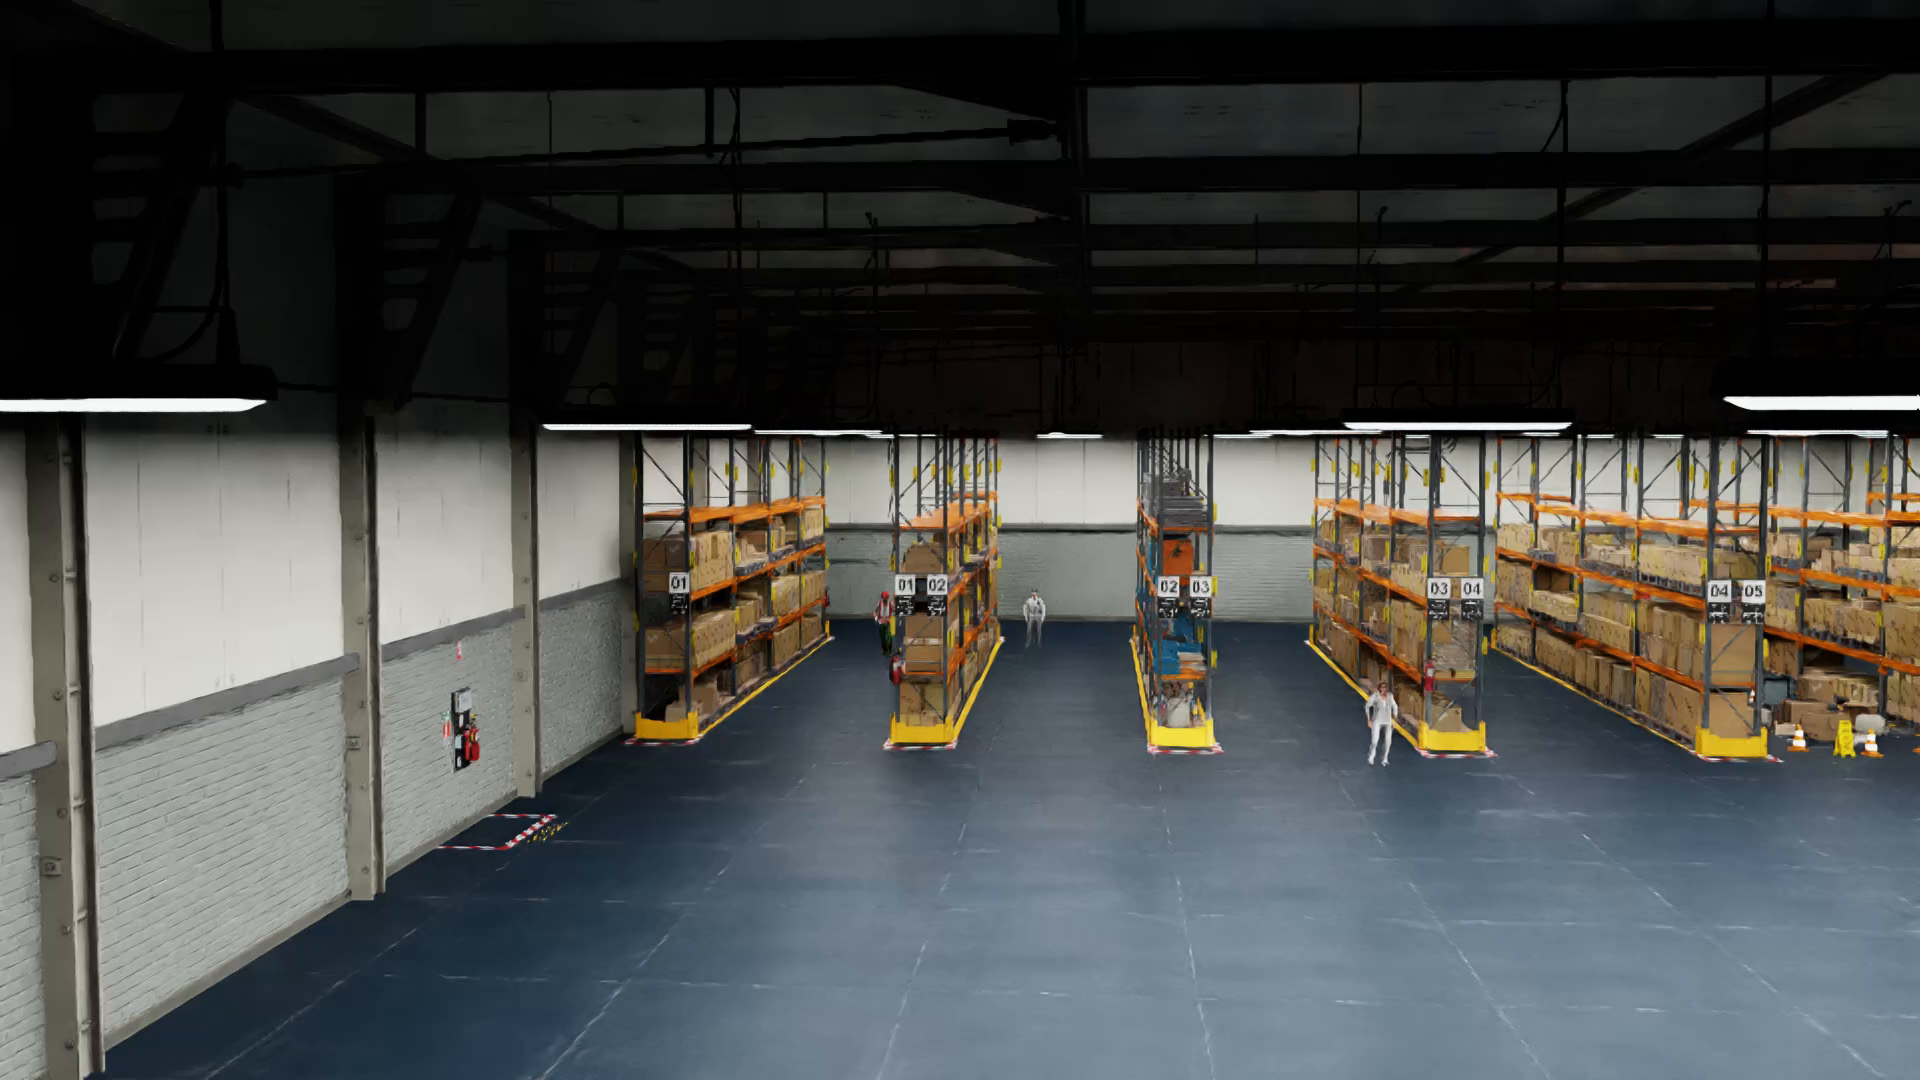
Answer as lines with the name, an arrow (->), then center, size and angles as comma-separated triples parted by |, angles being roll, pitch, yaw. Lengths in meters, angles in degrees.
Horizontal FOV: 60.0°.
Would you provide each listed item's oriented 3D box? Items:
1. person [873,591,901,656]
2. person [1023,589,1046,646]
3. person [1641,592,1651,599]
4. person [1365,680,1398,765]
person -> -1.944, 2.206, 44.091 | 0.713, 1.749, 0.686 | 0, 3, 8
person -> 2.062, 2.146, 46.095 | 0.639, 1.632, 0.498 | 0, 3, 2
person -> 19.333, 2.043, 46.982 | 0.718, 1.712, 0.570 | -1, 4, -20
person -> 7.386, 3.211, 29.185 | 0.566, 1.525, 0.516 | 0, 3, 2
